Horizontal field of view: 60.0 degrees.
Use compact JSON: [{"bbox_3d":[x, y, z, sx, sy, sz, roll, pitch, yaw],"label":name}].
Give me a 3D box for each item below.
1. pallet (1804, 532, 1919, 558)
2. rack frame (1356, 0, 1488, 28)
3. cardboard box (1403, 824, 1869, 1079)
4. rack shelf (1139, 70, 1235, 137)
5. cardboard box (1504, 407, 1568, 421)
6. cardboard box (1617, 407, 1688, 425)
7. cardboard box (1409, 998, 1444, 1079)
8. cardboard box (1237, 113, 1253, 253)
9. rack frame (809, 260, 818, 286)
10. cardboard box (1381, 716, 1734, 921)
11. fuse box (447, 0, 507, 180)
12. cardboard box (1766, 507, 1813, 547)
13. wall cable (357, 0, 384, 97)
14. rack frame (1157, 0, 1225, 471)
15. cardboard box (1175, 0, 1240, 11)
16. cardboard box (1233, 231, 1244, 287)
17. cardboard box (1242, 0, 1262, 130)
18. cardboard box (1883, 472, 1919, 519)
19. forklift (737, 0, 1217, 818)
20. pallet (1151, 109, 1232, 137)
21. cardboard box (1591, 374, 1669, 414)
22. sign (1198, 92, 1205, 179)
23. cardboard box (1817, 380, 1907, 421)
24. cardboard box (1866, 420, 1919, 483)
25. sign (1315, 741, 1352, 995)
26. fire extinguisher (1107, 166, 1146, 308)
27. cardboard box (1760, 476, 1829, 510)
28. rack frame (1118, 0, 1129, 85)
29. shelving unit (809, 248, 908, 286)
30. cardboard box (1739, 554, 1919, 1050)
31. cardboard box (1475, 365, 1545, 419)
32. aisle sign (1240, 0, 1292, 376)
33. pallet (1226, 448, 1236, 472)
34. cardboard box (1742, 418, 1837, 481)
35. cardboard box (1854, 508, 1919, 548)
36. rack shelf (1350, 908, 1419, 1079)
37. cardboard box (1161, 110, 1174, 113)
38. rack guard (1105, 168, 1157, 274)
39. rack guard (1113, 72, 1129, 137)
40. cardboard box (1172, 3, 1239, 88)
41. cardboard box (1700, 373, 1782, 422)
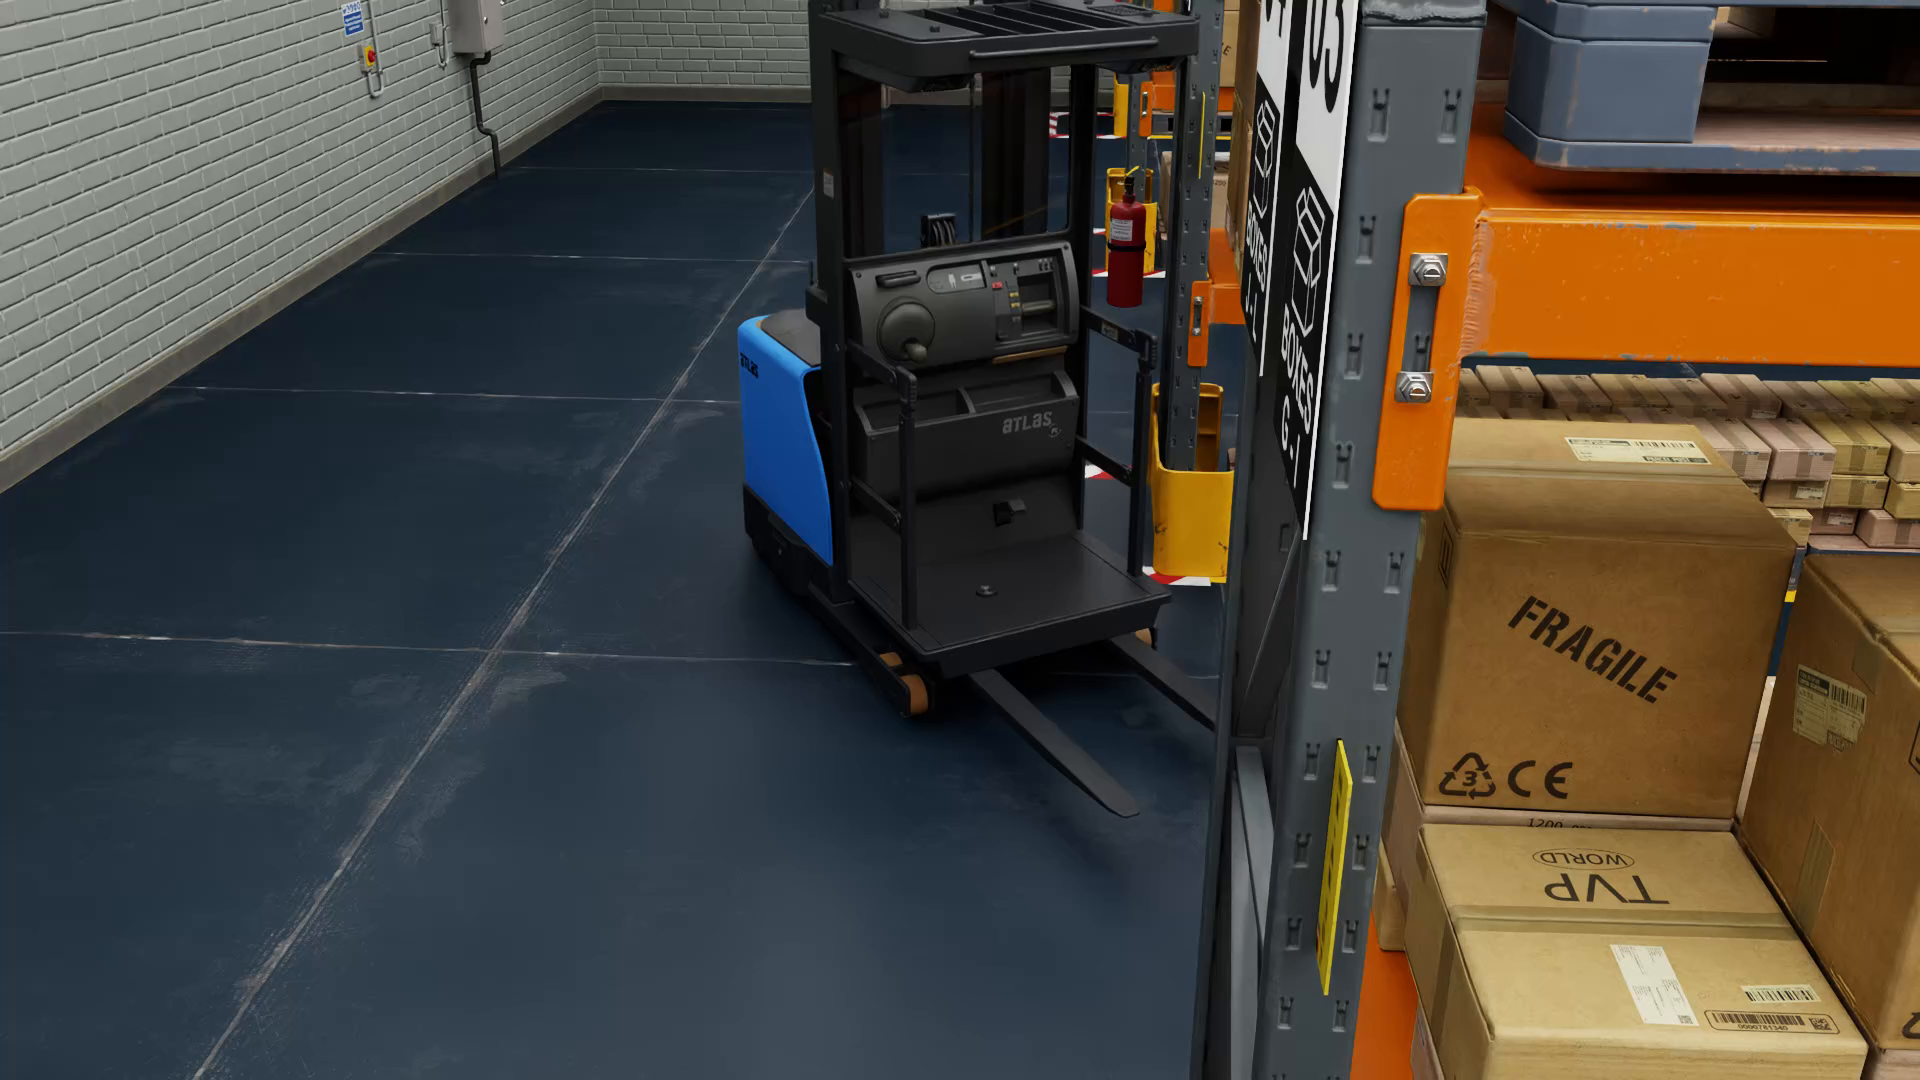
[{"bbox_3d":[4.320,-0.058,7.624,1.213,0.211,1.003,2,25,4],"label":"pallet"},{"bbox_3d":[0.523,-2.107,1.565,0.127,3.000,1.000,2,25,4],"label":"rack frame"},{"bbox_3d":[0.981,0.679,2.510,0.500,0.250,0.500,1,25,3],"label":"cardboard box"},{"bbox_3d":[3.276,-3.122,11.806,4.000,0.370,1.077,2,25,4],"label":"rack shelf"},{"bbox_3d":[2.555,-0.447,7.330,0.250,0.149,0.380,3,25,6],"label":"cardboard box"},{"bbox_3d":[3.072,-0.452,7.339,0.250,0.149,0.380,2,25,4],"label":"cardboard box"},{"bbox_3d":[0.852,0.881,2.547,0.250,0.149,0.380,2,25,5],"label":"cardboard box"},{"bbox_3d":[1.430,-1.497,6.940,0.500,0.500,0.500,3,25,6],"label":"cardboard box"},{"bbox_3d":[-0.636,-0.702,7.838,0.015,1.200,0.240,-12,27,-25],"label":"rack frame"},{"bbox_3d":[1.027,0.456,2.994,0.500,0.250,0.500,1,25,3],"label":"cardboard box"},{"bbox_3d":[-4.036,-3.969,14.328,0.414,1.711,0.539,2,25,4],"label":"fuse box"},{"bbox_3d":[3.543,-0.117,7.325,0.250,0.149,0.380,2,25,4],"label":"cardboard box"},{"bbox_3d":[-4.342,-4.159,11.947,0.123,1.953,0.585,2,25,4],"label":"wall cable"},{"bbox_3d":[1.004,-1.446,7.304,0.127,3.000,1.000,2,25,4],"label":"rack frame"},{"bbox_3d":[1.739,-3.878,11.274,0.500,0.500,0.500,1,25,3],"label":"cardboard box"},{"bbox_3d":[1.302,-1.185,7.037,0.250,0.149,0.380,2,25,4],"label":"cardboard box"},{"bbox_3d":[1.431,-1.956,6.740,0.500,0.500,0.500,2,25,4],"label":"cardboard box"},{"bbox_3d":[4.114,-0.231,7.216,0.250,0.149,0.380,1,25,2],"label":"cardboard box"},{"bbox_3d":[0.130,-0.872,6.139,1.130,2.935,3.031,-12,27,-25],"label":"forklift"},{"bbox_3d":[2.529,-4.287,16.814,1.213,0.211,1.003,2,25,4],"label":"pallet"},{"bbox_3d":[3.108,-0.642,7.753,0.250,0.149,0.380,2,25,4],"label":"cardboard box"},{"bbox_3d":[0.963,-1.613,6.632,0.005,0.325,0.100,2,25,4],"label":"sign"},{"bbox_3d":[4.138,-0.602,7.667,0.250,0.149,0.380,2,25,3],"label":"cardboard box"},{"bbox_3d":[4.111,-0.384,7.191,0.250,0.149,0.380,2,25,4],"label":"cardboard box"},{"bbox_3d":[0.475,0.420,2.119,0.005,0.325,0.100,2,25,4],"label":"sign"},{"bbox_3d":[0.788,-1.442,7.834,0.183,0.674,0.296,2,25,4],"label":"fire extinguisher"},{"bbox_3d":[3.616,-0.280,7.322,0.250,0.149,0.380,2,25,5],"label":"cardboard box"},{"bbox_3d":[1.658,-5.581,16.291,0.127,3.000,1.000,2,25,4],"label":"rack frame"},{"bbox_3d":[-0.420,-0.750,7.941,0.503,1.200,0.258,-12,27,-25],"label":"shelving unit"},{"bbox_3d":[1.480,0.354,2.318,0.500,0.500,0.500,1,25,3],"label":"cardboard box"},{"bbox_3d":[2.591,-0.693,7.865,0.250,0.149,0.380,3,25,6],"label":"cardboard box"},{"bbox_3d":[0.475,-0.690,2.552,0.004,0.787,0.394,2,25,4],"label":"aisle sign"},{"bbox_3d":[1.887,-0.136,7.793,1.213,0.211,1.003,2,25,4],"label":"pallet"},{"bbox_3d":[3.581,-0.394,7.215,0.250,0.149,0.380,1,25,1],"label":"cardboard box"},{"bbox_3d":[4.054,-0.109,7.307,0.250,0.149,0.380,1,25,2],"label":"cardboard box"},{"bbox_3d":[2.518,1.009,2.830,4.000,0.370,1.077,2,25,4],"label":"rack shelf"},{"bbox_3d":[2.261,-4.579,16.597,0.637,0.503,0.797,1,25,2],"label":"cardboard box"},{"bbox_3d":[1.258,-2.378,12.319,0.348,0.500,1.175,2,25,4],"label":"rack guard"},{"bbox_3d":[1.734,-4.443,16.808,0.348,0.500,1.175,2,25,4],"label":"rack guard"},{"bbox_3d":[1.739,-3.423,11.480,0.500,0.500,0.500,2,25,4],"label":"cardboard box"},{"bbox_3d":[3.629,-0.643,7.756,0.250,0.149,0.380,2,25,5],"label":"cardboard box"}]
